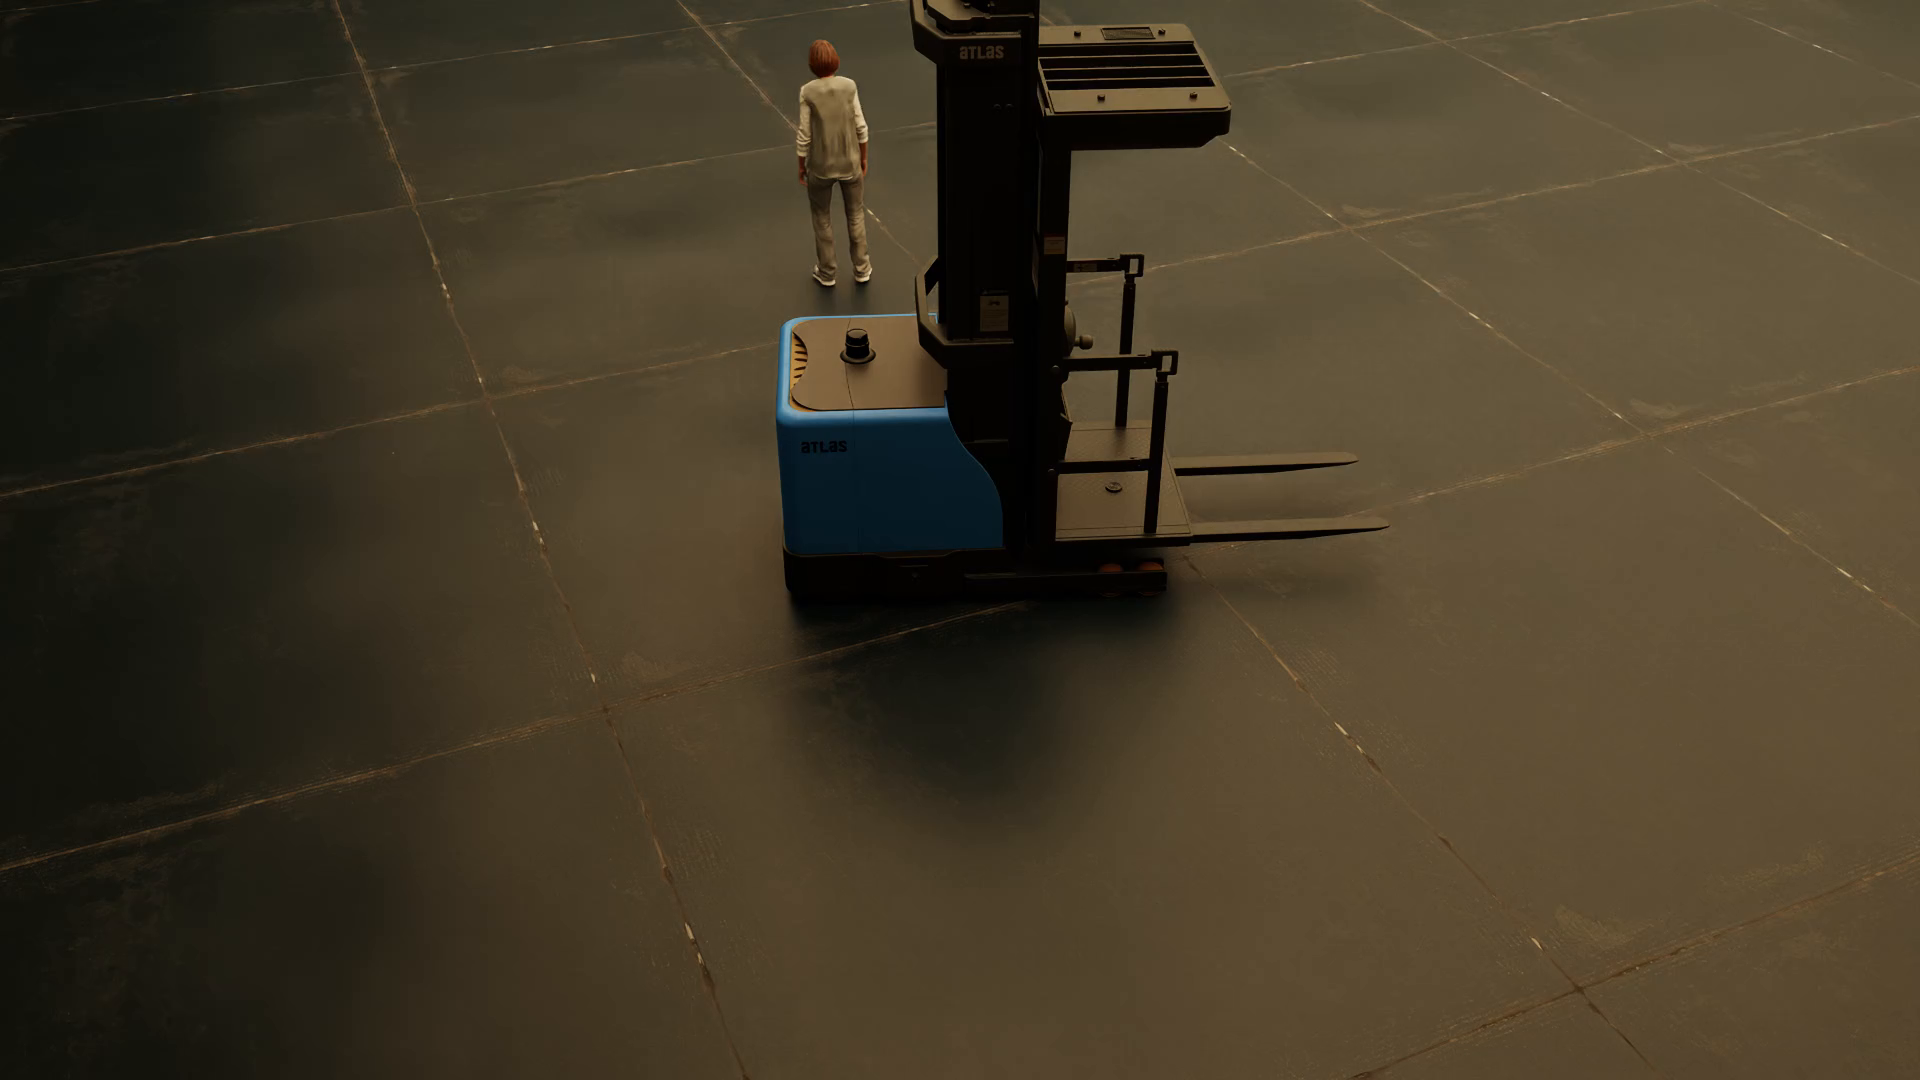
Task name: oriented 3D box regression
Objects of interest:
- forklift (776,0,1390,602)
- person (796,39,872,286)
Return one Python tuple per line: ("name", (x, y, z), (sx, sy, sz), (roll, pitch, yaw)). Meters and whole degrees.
("forklift", (0.625, -1.218, 7.811), (3.031, 2.935, 1.130), (-2, 35, -3))
("person", (-0.802, -2.377, 10.598), (0.482, 1.591, 0.347), (-10, 37, -14))
